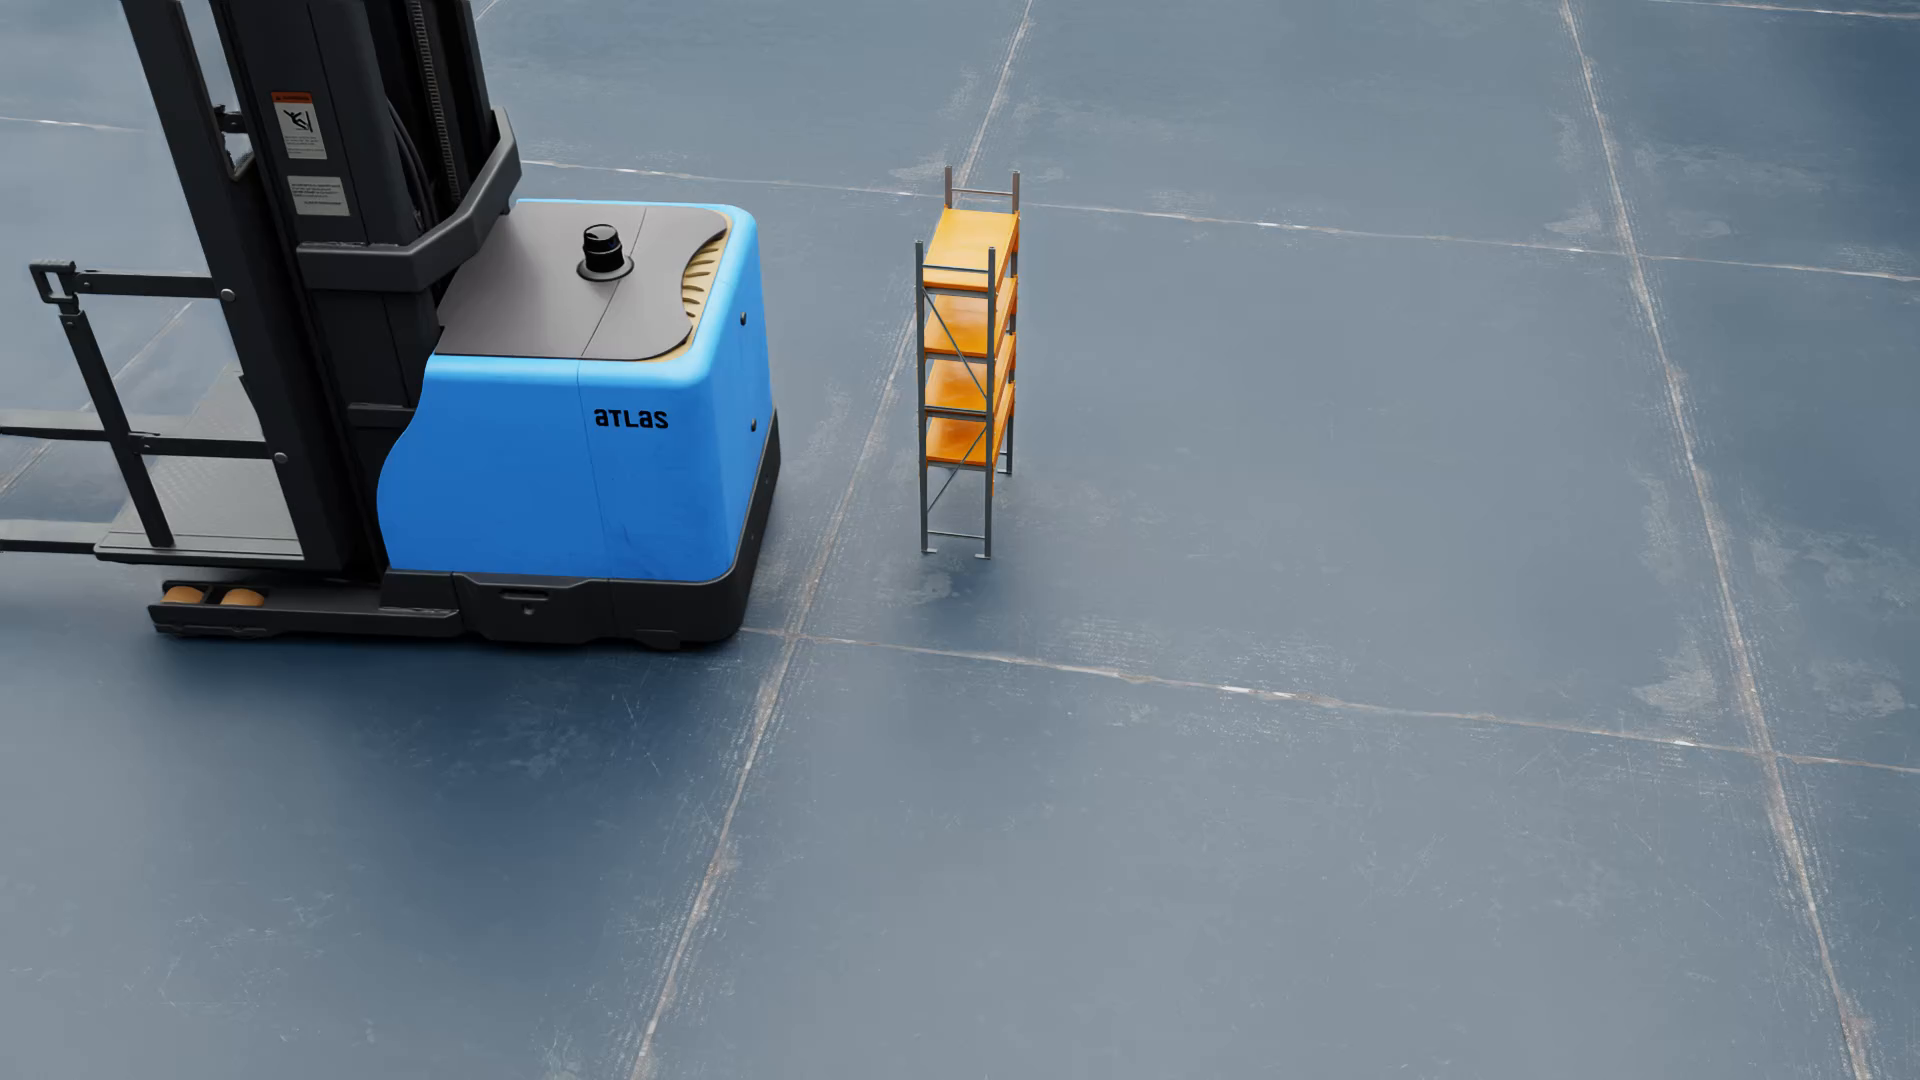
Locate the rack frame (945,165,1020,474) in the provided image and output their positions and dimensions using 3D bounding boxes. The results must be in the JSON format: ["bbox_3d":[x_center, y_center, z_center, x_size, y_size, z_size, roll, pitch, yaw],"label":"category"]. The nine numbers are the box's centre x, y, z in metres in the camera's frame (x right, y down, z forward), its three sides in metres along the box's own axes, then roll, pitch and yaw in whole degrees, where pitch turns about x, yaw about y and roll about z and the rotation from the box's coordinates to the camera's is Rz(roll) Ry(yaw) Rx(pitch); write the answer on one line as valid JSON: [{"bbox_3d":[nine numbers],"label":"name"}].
[{"bbox_3d":[0.071,-0.719,5.679,0.240,1.200,0.015,6,40,8],"label":"rack frame"}]

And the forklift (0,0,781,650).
[{"bbox_3d":[-2.181,-1.143,4.832,3.031,2.935,1.130,2,40,3],"label":"forklift"}]

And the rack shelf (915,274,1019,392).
[{"bbox_3d":[0.029,-0.687,5.394,0.258,0.148,0.480,6,40,8],"label":"rack shelf"}]

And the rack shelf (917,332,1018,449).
[{"bbox_3d":[0.029,-0.514,5.536,0.258,0.148,0.480,6,40,8],"label":"rack shelf"}]

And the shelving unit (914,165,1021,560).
[{"bbox_3d":[0.029,-0.566,5.493,0.258,1.200,0.503,6,40,8],"label":"shelving unit"}]

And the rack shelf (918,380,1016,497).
[{"bbox_3d":[0.029,-0.361,5.663,0.258,0.148,0.480,6,40,8],"label":"rack shelf"}]

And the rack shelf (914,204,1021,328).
[{"bbox_3d":[0.029,-0.869,5.243,0.258,0.148,0.480,6,40,8],"label":"rack shelf"}]

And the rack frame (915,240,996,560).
[{"bbox_3d":[-0.014,-0.413,5.308,0.240,1.200,0.015,6,40,8],"label":"rack frame"}]
